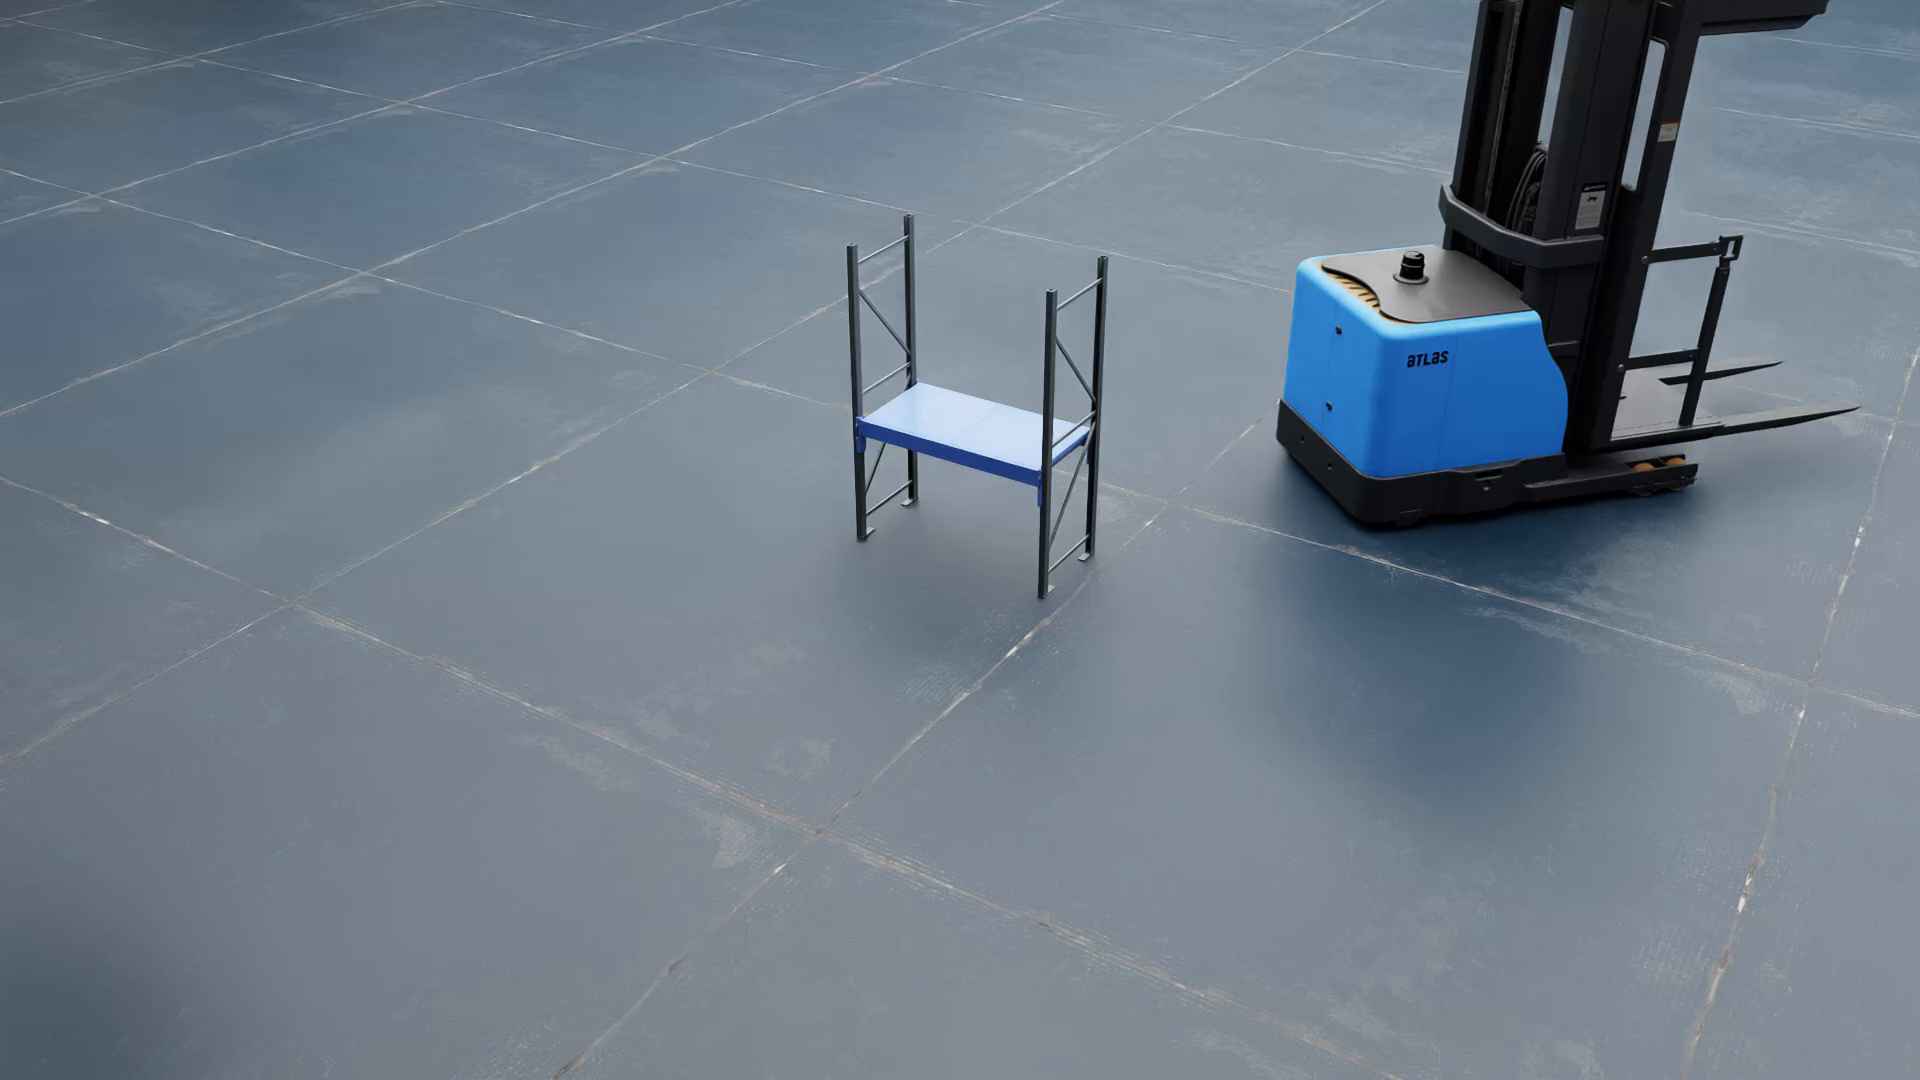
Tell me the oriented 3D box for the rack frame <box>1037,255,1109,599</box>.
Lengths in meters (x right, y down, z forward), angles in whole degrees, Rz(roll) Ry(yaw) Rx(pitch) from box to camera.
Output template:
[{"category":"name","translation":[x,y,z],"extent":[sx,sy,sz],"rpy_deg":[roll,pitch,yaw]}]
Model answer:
[{"category":"rack frame","translation":[0.503,-0.489,7.452],"extent":[0.032,1.500,0.500],"rpy_deg":[18,35,27]}]

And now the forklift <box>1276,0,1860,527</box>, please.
[{"category":"forklift","translation":[3.266,-1.738,8.173],"extent":[3.031,2.935,1.130],"rpy_deg":[-8,31,-14]}]

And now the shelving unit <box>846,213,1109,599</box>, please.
[{"category":"shelving unit","translation":[0.072,-0.625,7.686],"extent":[1.048,1.500,0.538],"rpy_deg":[18,35,27]}]

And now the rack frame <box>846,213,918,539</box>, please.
[{"category":"rack frame","translation":[-0.358,-0.761,7.919],"extent":[0.032,1.500,0.500],"rpy_deg":[18,35,27]}]

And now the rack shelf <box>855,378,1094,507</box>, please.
[{"category":"rack shelf","translation":[0.072,-0.470,7.776],"extent":[1.000,0.185,0.538],"rpy_deg":[18,35,27]}]
